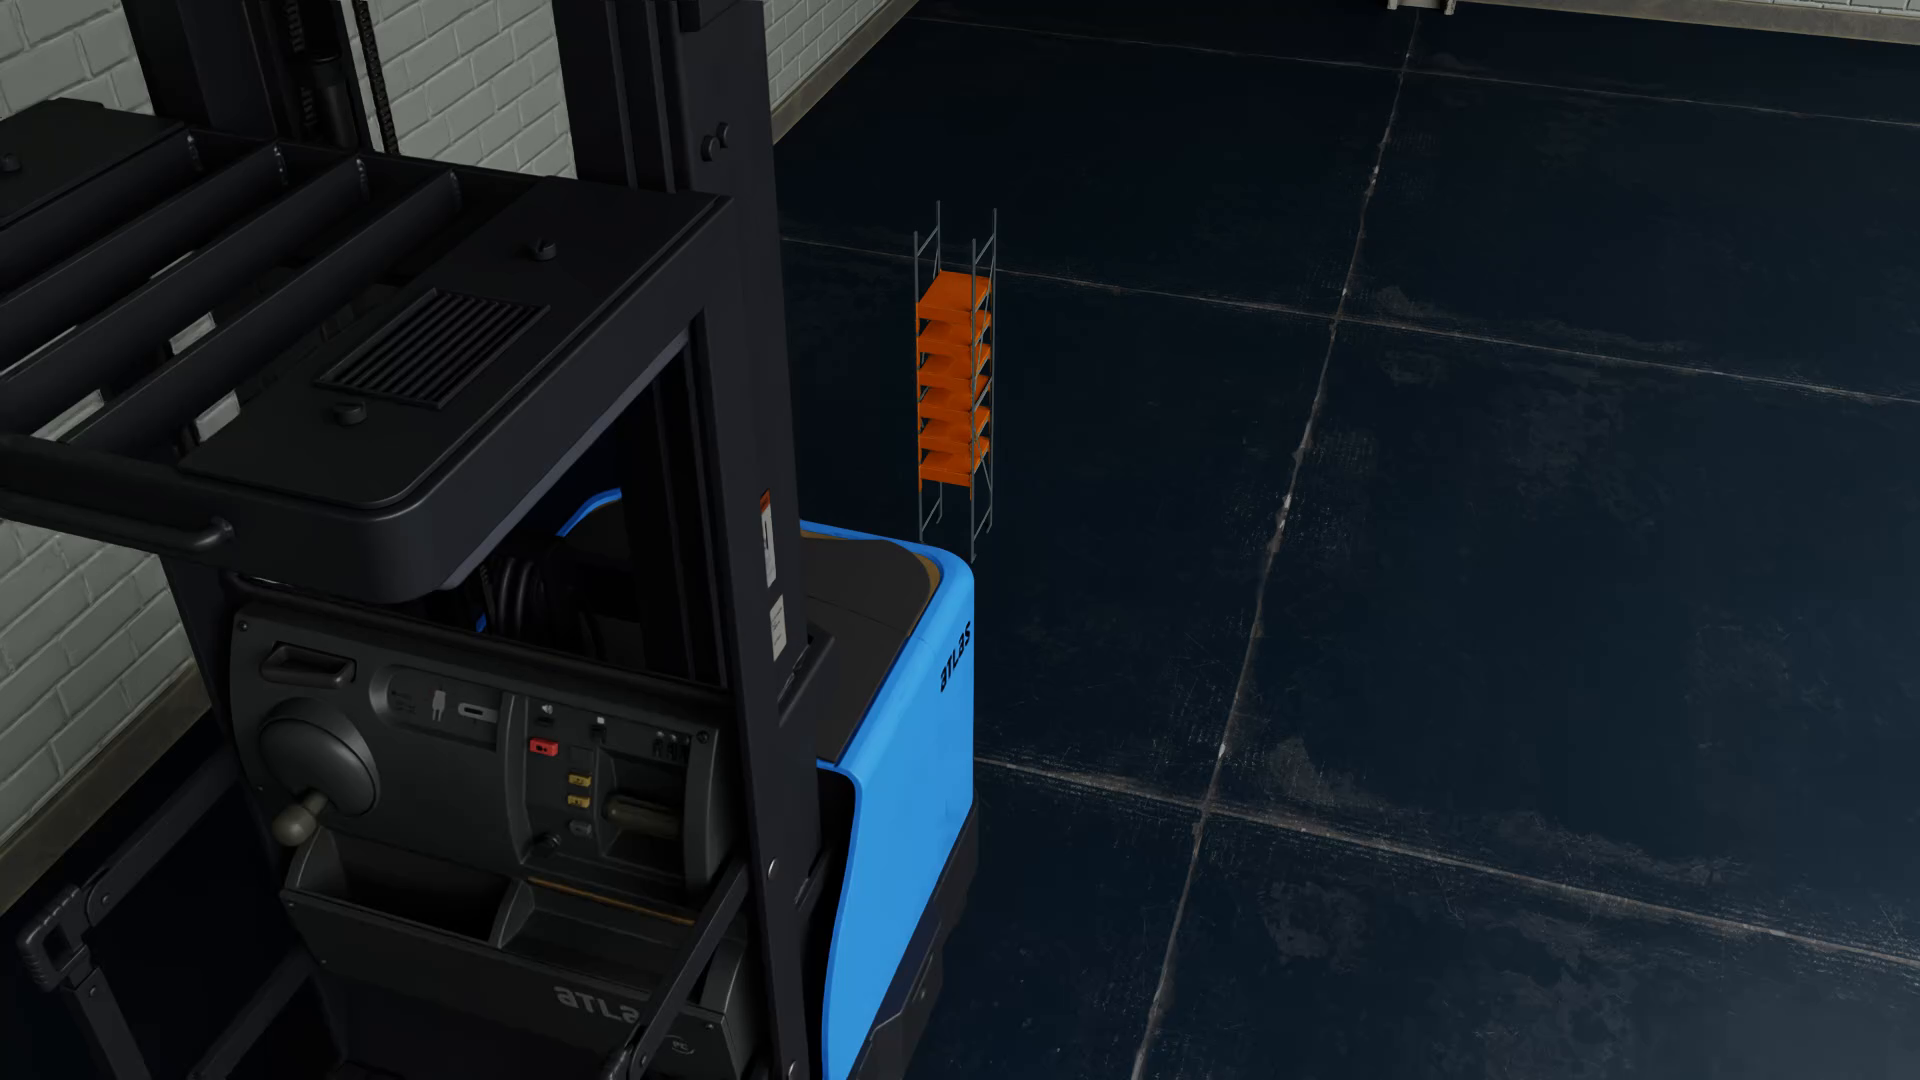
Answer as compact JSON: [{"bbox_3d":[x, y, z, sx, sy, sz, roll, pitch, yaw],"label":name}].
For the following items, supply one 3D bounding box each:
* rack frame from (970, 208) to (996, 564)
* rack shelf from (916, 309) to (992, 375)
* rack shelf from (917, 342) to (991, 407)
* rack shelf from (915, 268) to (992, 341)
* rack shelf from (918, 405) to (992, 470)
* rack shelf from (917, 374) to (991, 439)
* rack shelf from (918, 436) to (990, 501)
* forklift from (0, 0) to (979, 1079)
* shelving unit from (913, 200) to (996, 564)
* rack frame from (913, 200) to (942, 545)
[{"bbox_3d":[0.074,-0.470,5.376,0.006,1.200,0.240,10,38,14],"label":"rack frame"},{"bbox_3d":[-0.014,-0.643,5.282,0.180,0.103,0.258,10,38,14],"label":"rack shelf"},{"bbox_3d":[-0.014,-0.547,5.353,0.180,0.103,0.258,10,38,14],"label":"rack shelf"},{"bbox_3d":[-0.014,-0.740,5.211,0.180,0.103,0.258,10,38,14],"label":"rack shelf"},{"bbox_3d":[-0.014,-0.353,5.495,0.180,0.103,0.258,10,38,14],"label":"rack shelf"},{"bbox_3d":[-0.014,-0.450,5.424,0.180,0.103,0.258,10,38,14],"label":"rack shelf"},{"bbox_3d":[-0.014,-0.257,5.566,0.180,0.103,0.258,10,38,14],"label":"rack shelf"},{"bbox_3d":[-0.903,0.451,2.664,1.130,2.935,3.031,11,38,15],"label":"forklift"},{"bbox_3d":[-0.014,-0.486,5.398,0.189,1.200,0.258,10,38,14],"label":"shelving unit"},{"bbox_3d":[-0.101,-0.502,5.420,0.006,1.200,0.240,10,38,14],"label":"rack frame"}]
